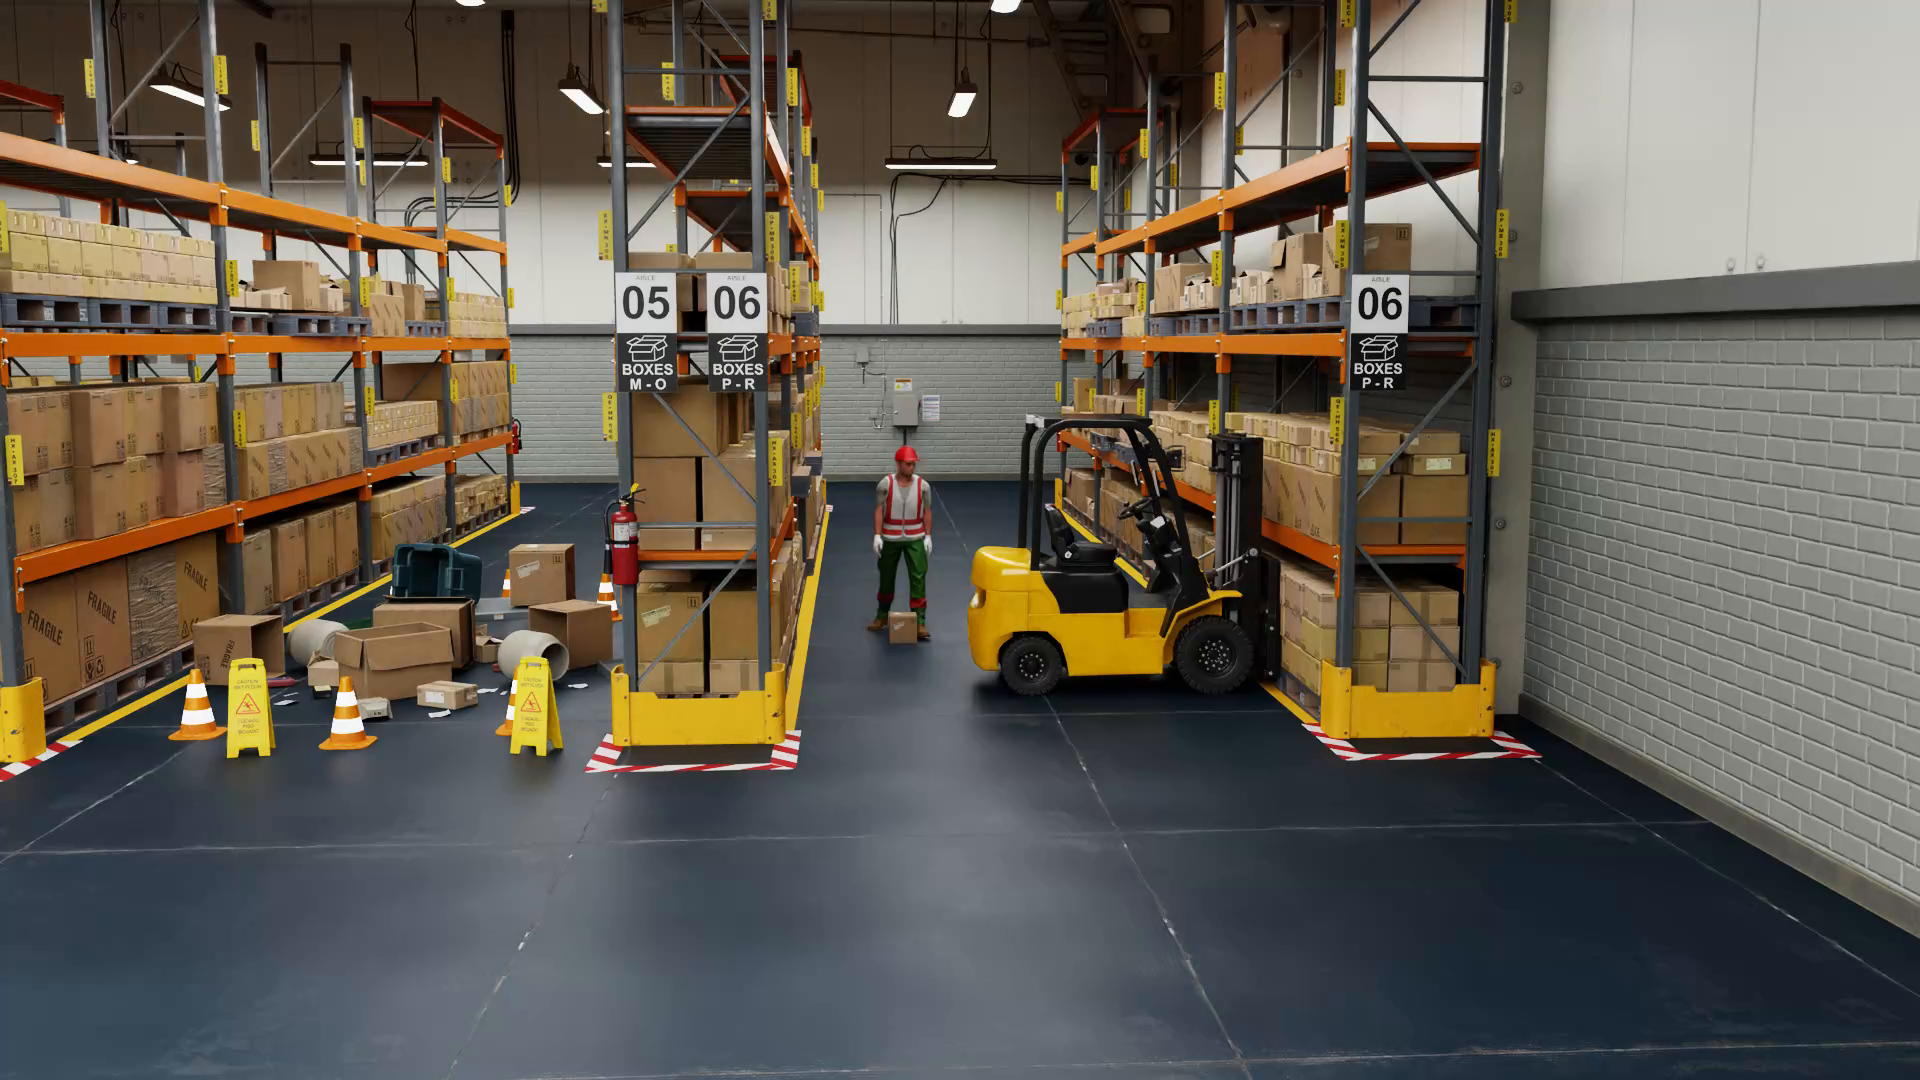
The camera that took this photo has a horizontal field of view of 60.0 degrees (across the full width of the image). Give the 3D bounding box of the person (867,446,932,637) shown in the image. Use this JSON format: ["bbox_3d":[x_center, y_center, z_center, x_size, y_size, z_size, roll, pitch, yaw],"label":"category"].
[{"bbox_3d":[-0.568,0.003,15.677,0.620,1.776,0.757,-1,7,-5],"label":"person"}]
